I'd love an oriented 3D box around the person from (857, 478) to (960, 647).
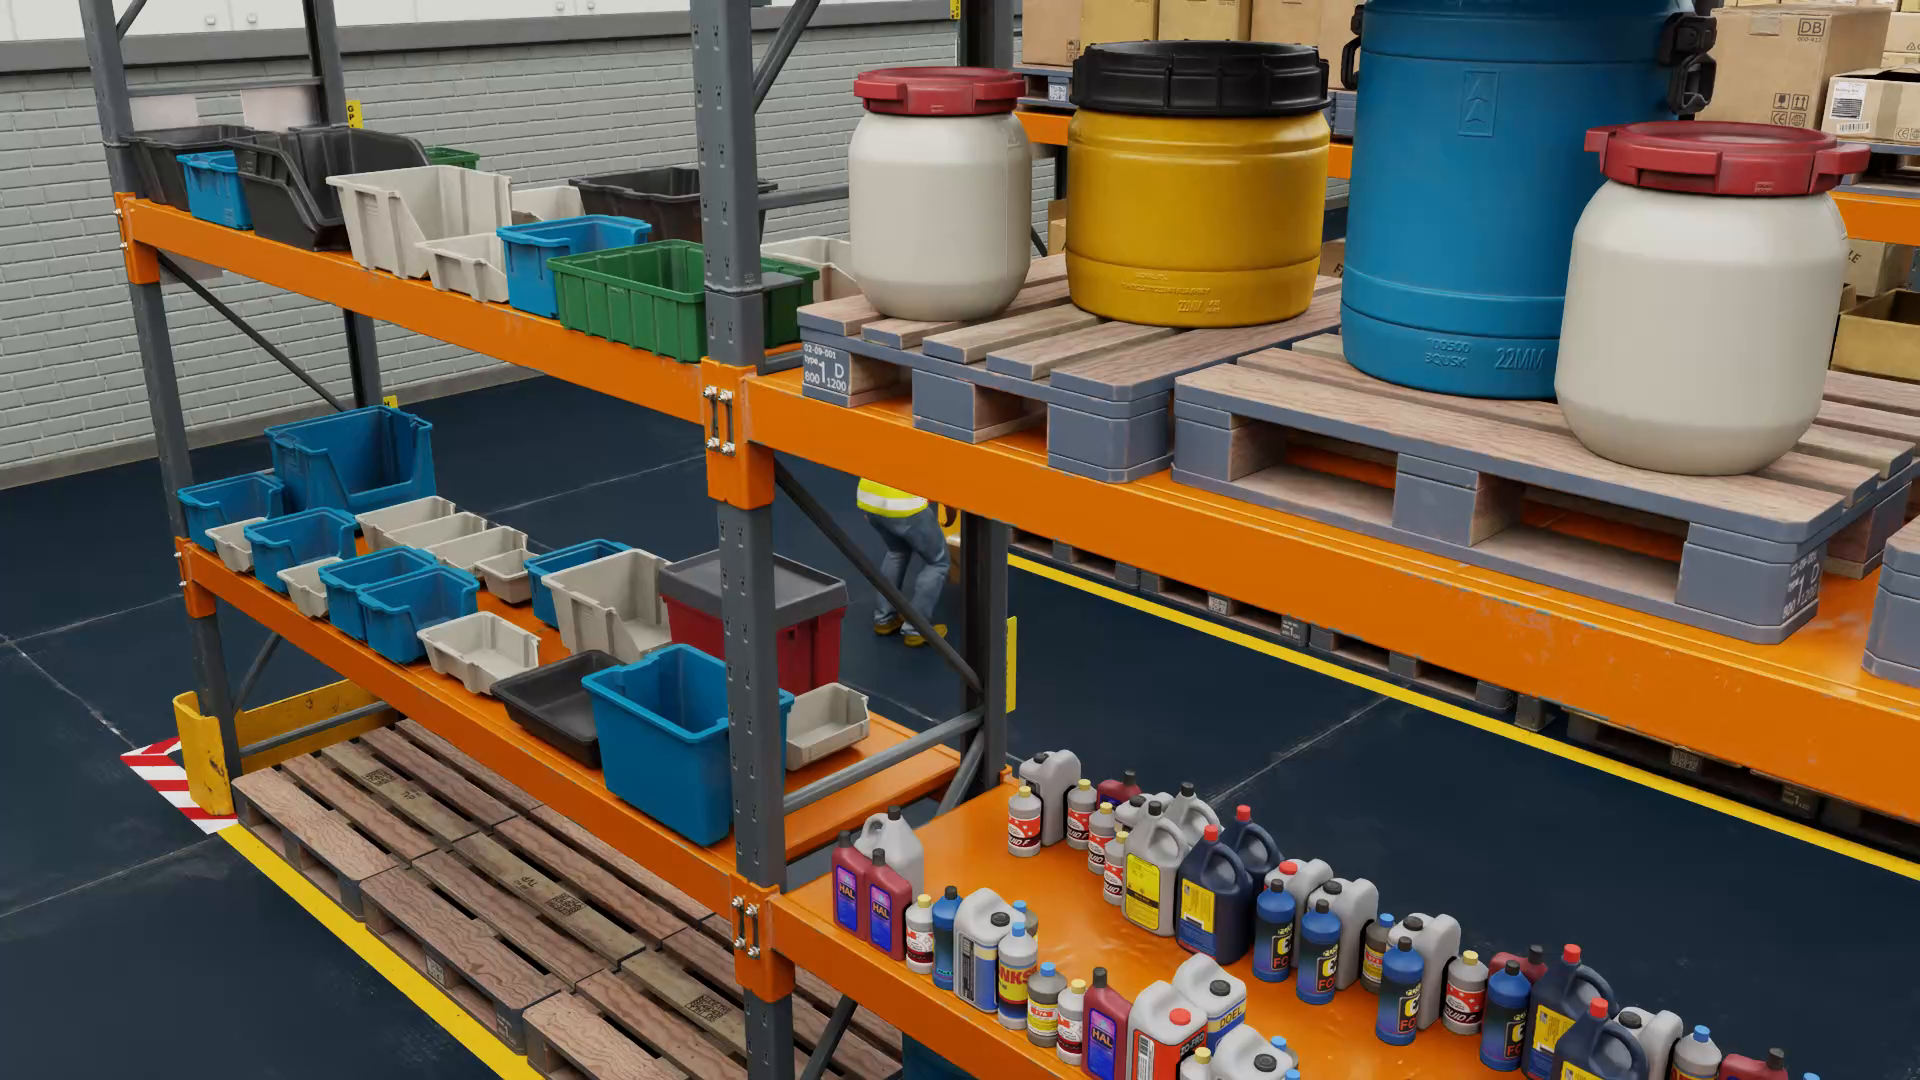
[{"bbox_3d":[-0.299,-0.232,9.389,0.599,1.613,0.616,-19,28,-41],"label":"person"}]
